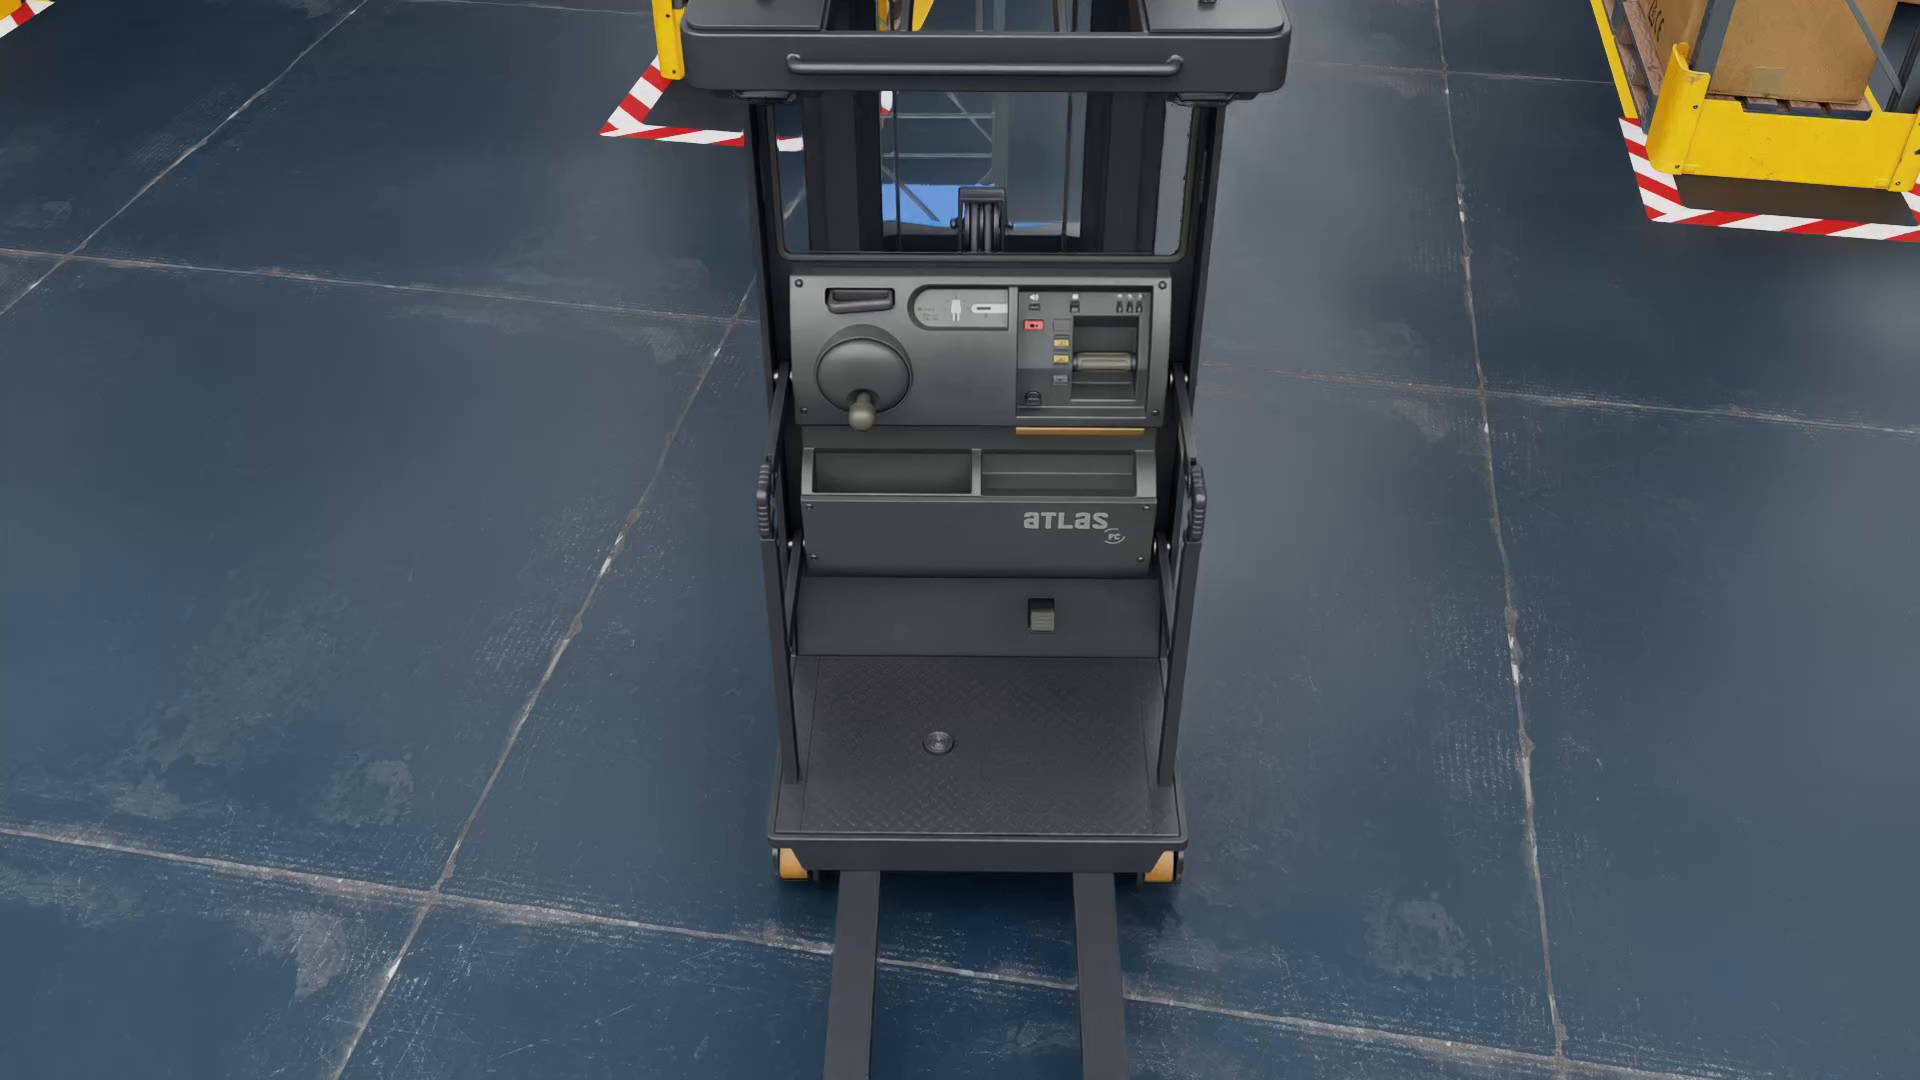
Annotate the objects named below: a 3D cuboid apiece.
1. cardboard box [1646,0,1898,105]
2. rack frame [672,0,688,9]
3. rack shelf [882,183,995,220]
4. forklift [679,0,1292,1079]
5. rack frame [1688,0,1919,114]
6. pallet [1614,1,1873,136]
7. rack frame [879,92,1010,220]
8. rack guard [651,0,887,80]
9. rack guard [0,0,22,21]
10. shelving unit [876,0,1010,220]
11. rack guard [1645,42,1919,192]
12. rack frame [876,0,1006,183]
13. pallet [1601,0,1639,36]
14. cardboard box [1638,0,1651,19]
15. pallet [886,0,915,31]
[{"bbox_3d":[3.934,-2.725,8.029,0.875,0.875,0.875,7,40,8],"label":"cardboard box"},{"bbox_3d":[-0.985,-3.559,7.701,1.000,3.000,0.127,6,40,8],"label":"rack frame"},{"bbox_3d":[-0.092,-1.007,6.074,0.538,0.185,1.000,0,40,0],"label":"rack shelf"},{"bbox_3d":[0.050,-0.388,3.919,1.130,2.935,3.031,0,40,0],"label":"forklift"},{"bbox_3d":[3.882,-2.949,6.962,1.000,3.000,0.127,6,40,8],"label":"rack frame"},{"bbox_3d":[3.944,-2.384,8.468,1.003,0.211,1.213,6,40,8],"label":"pallet"},{"bbox_3d":[-0.097,-0.822,5.567,0.500,1.500,0.032,0,40,0],"label":"rack frame"},{"bbox_3d":[-0.972,-2.643,8.555,1.175,0.500,0.348,6,40,8],"label":"rack guard"},{"bbox_3d":[-5.897,-3.195,9.222,1.175,0.500,0.348,6,40,8],"label":"rack guard"},{"bbox_3d":[-0.092,-1.146,5.959,0.538,1.500,1.048,0,40,0],"label":"shelving unit"},{"bbox_3d":[3.878,-1.970,7.741,1.175,0.500,0.348,6,40,8],"label":"rack guard"},{"bbox_3d":[-0.086,-1.470,6.351,0.500,1.500,0.032,0,40,0],"label":"rack frame"},{"bbox_3d":[4.157,-3.148,9.392,1.003,0.211,1.213,6,40,8],"label":"pallet"},{"bbox_3d":[4.085,-3.277,8.697,0.875,0.875,0.875,6,40,7],"label":"cardboard box"},{"bbox_3d":[-0.797,-3.038,9.259,1.003,0.211,1.213,6,40,8],"label":"pallet"}]
